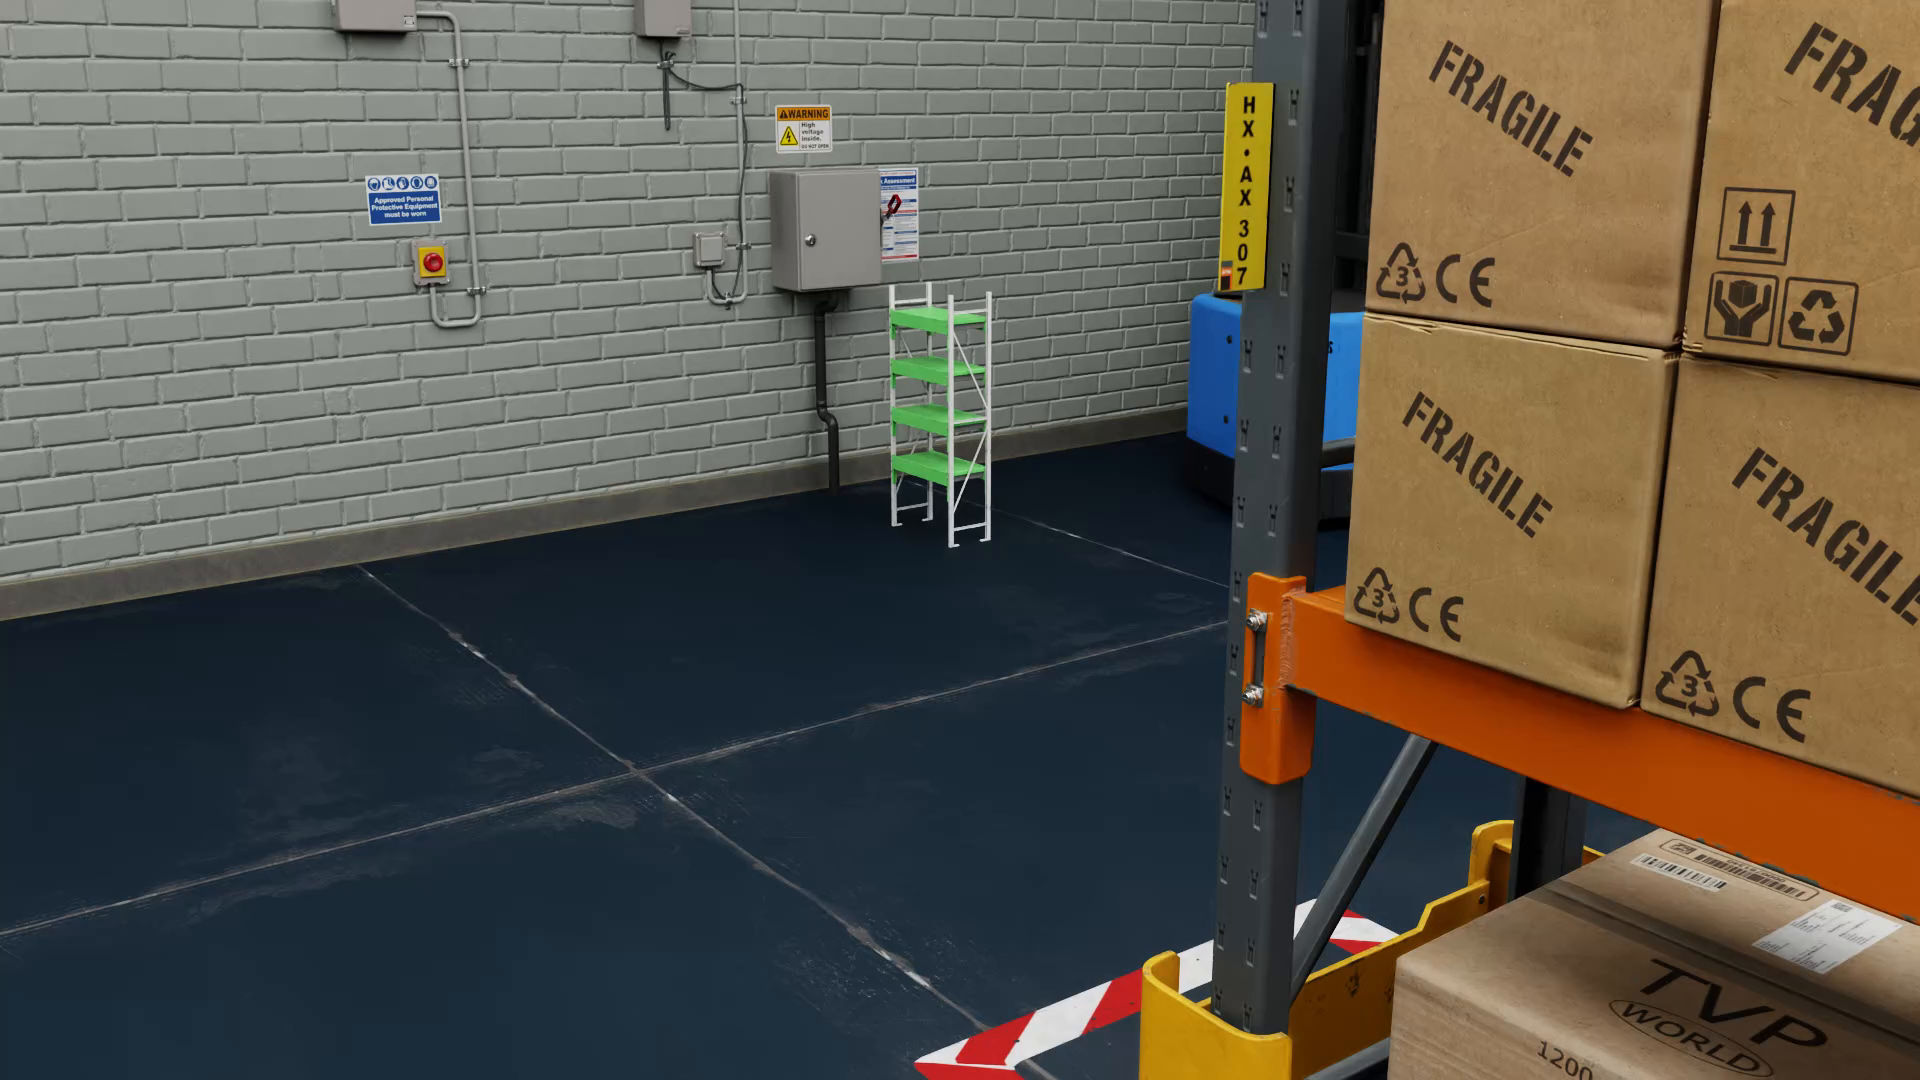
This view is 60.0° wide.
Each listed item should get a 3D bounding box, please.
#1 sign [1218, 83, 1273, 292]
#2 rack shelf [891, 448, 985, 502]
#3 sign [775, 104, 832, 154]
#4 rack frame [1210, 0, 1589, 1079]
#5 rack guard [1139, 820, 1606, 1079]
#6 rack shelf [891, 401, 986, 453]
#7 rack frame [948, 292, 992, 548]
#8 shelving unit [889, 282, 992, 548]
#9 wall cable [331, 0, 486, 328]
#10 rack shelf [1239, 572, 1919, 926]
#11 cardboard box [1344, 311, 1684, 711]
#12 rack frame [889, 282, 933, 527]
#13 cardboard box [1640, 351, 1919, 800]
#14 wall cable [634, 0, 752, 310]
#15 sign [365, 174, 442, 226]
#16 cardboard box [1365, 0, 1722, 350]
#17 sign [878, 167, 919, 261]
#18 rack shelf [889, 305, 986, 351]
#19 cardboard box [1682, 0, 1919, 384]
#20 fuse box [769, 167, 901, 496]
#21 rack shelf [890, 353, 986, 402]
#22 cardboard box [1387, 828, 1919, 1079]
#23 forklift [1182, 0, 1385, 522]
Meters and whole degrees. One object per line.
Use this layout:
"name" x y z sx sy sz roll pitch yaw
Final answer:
"sign" 0.458 -0.565 2.669 0.100 0.325 0.005 -11 19 -35
"rack shelf" -0.097 -0.321 8.127 0.258 0.148 0.480 -11 19 -35
"sign" -0.805 -2.123 8.588 0.339 0.242 0.001 -11 19 -35
"rack frame" 0.911 -0.194 3.103 1.000 3.000 0.127 -11 19 -35
"rack guard" 0.897 1.006 3.452 1.175 0.500 0.348 -11 19 -35
"rack shelf" -0.097 -0.552 8.064 0.258 0.148 0.480 -11 19 -35
"rack frame" 0.046 -0.562 7.856 0.240 1.200 0.015 -11 19 -35
"shelving unit" -0.097 -0.614 8.047 0.258 1.200 0.503 -11 19 -35
"wall cable" -2.424 -1.900 7.351 0.585 1.953 0.123 -11 19 -35
"rack shelf" 2.087 0.580 1.638 1.077 0.370 4.000 -11 19 -35
"cardboard box" 0.961 -0.095 2.553 0.500 0.500 0.500 -11 19 -35
"rack frame" -0.241 -0.666 8.237 0.240 1.200 0.015 -11 19 -35
"cardboard box" 1.281 0.008 2.174 0.500 0.500 0.500 -11 19 -35
"wall cable" -1.283 -2.107 8.169 0.588 1.984 0.122 -11 19 -35
"sign" -2.499 -1.531 7.474 0.327 0.218 0.001 -11 19 -35
"cardboard box" 0.963 -0.578 2.422 0.500 0.500 0.500 -11 19 -36
"sign" -0.361 -1.765 9.021 0.329 0.494 0.001 -11 19 -35
"rack shelf" -0.097 -1.015 7.937 0.258 0.148 0.480 -11 19 -35
"cardboard box" 1.272 -0.469 2.023 0.500 0.500 0.500 -11 19 -36
"fuse box" -0.639 -1.068 8.737 0.539 1.711 0.414 -11 19 -35
"rack shelf" -0.097 -0.784 8.000 0.258 0.148 0.480 -11 19 -35
"cardboard box" 1.380 0.964 2.928 0.875 0.438 0.875 -12 19 -36
"forklift" 2.779 -1.666 8.612 3.031 2.935 1.130 -4 16 -15
